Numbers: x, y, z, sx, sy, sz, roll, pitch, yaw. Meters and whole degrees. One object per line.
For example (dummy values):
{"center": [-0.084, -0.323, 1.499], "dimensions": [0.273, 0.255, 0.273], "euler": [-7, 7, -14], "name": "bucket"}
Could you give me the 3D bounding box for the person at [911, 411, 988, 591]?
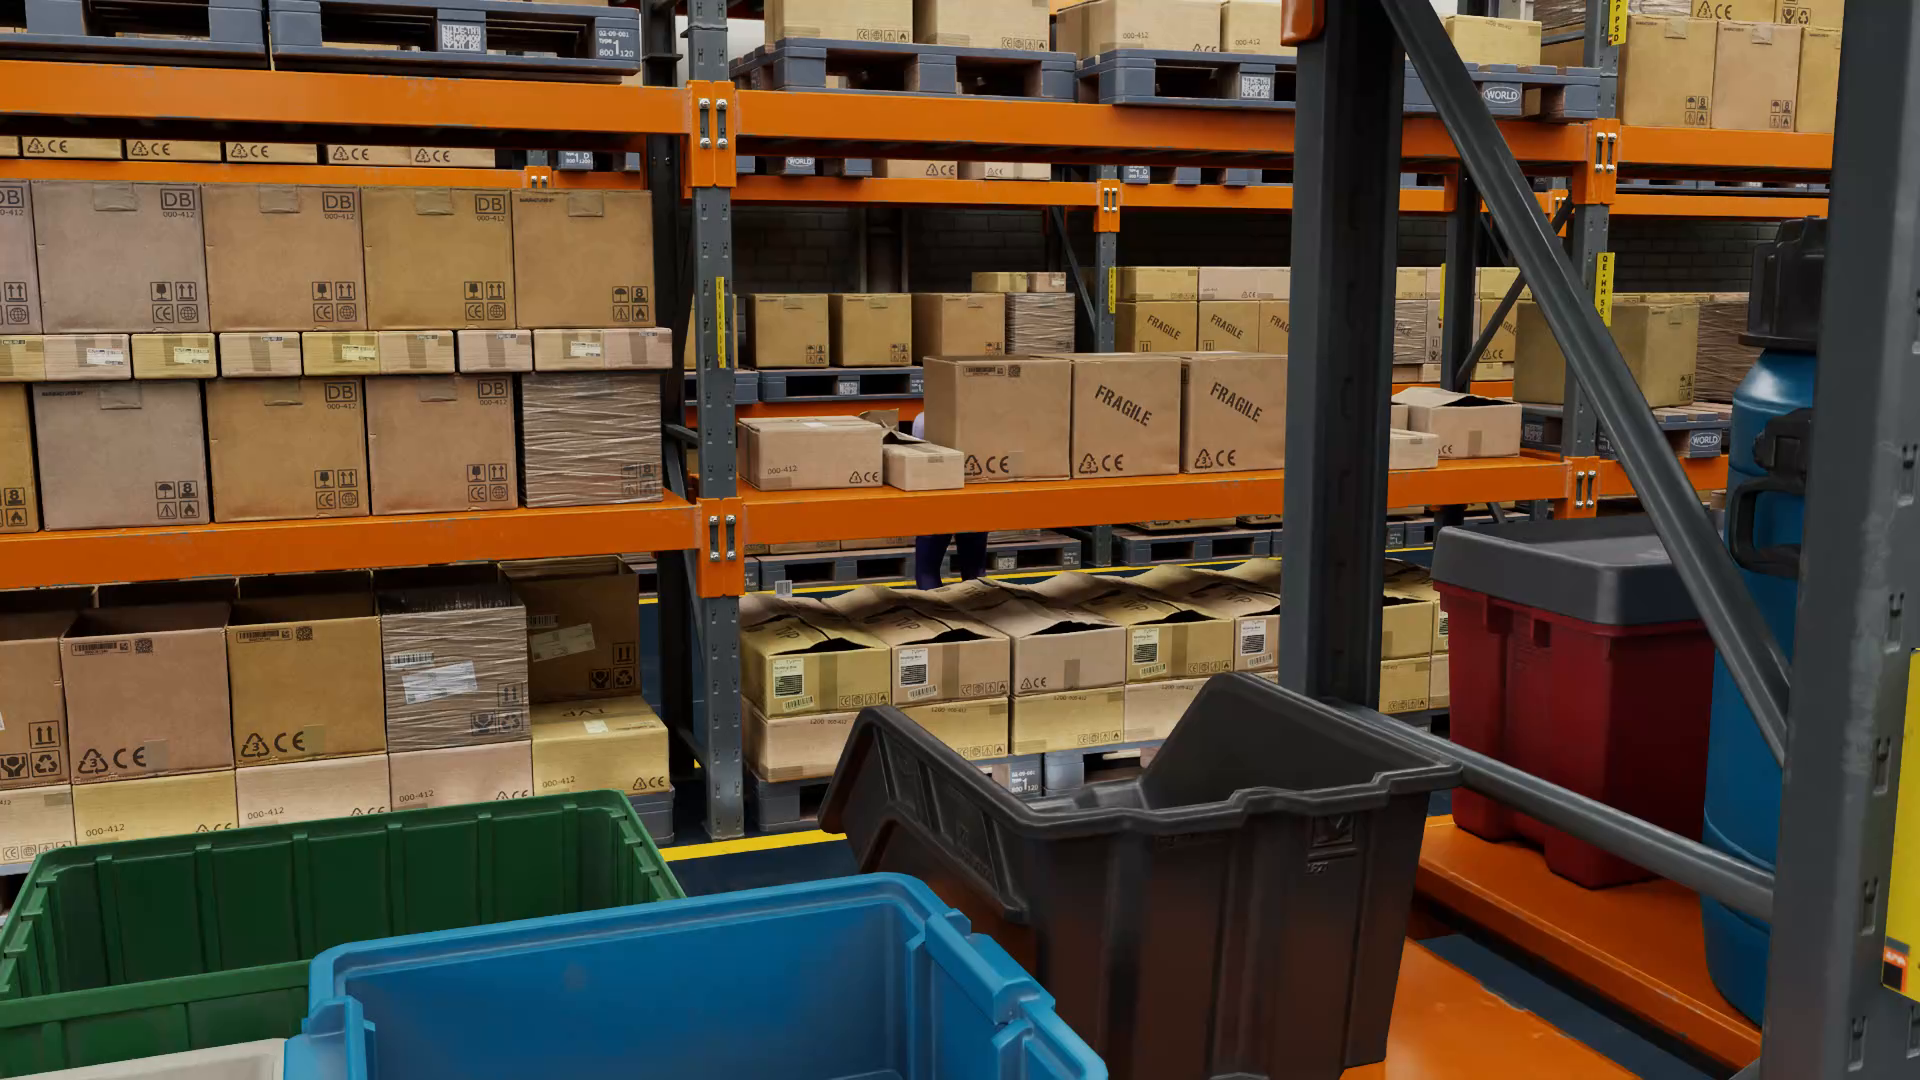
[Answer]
{"center": [-0.047, -0.170, 9.464], "dimensions": [0.550, 1.650, 0.369], "euler": [-4, 10, -24], "name": "person"}
